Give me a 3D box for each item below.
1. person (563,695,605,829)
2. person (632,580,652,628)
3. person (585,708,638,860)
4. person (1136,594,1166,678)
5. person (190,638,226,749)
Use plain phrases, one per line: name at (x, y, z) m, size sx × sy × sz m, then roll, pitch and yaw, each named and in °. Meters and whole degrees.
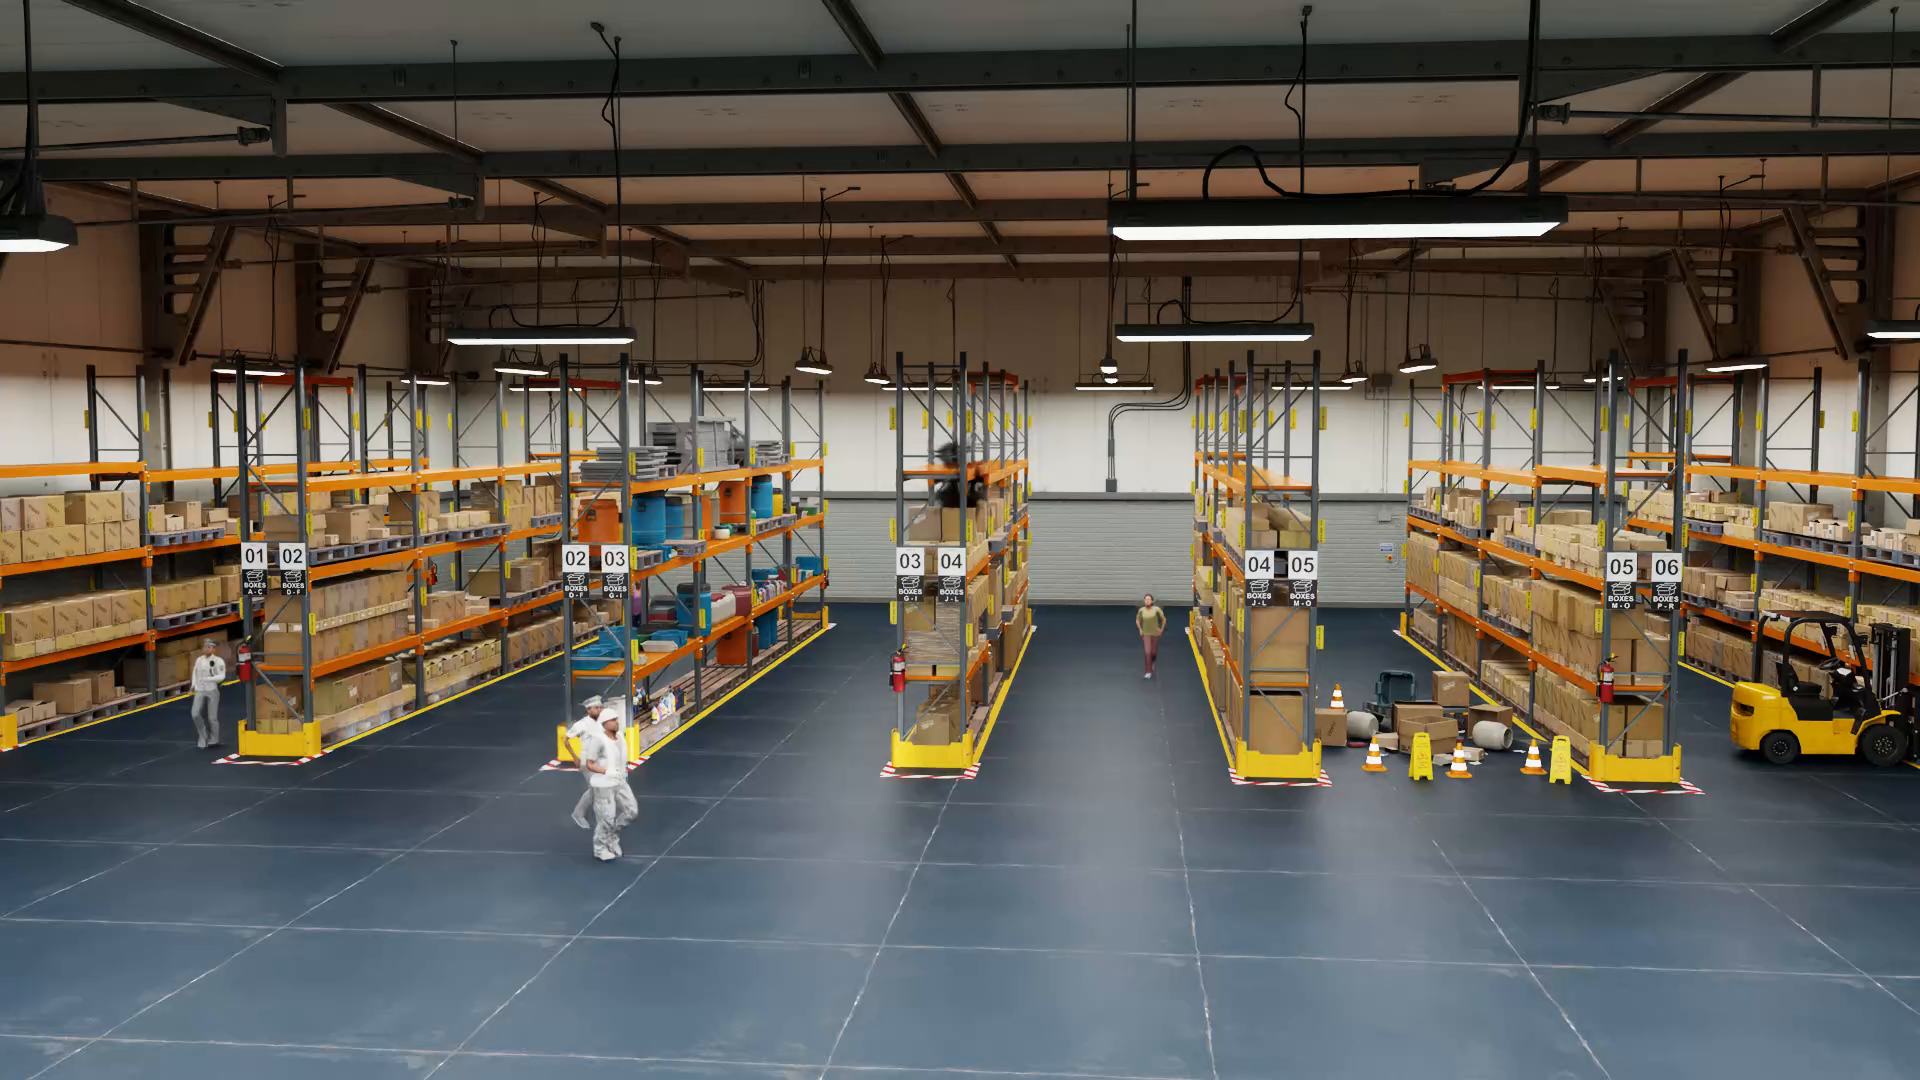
person at (-4.412, 2.722, 20.017) m, size 0.863 × 1.729 × 0.562 m, roll 2°, pitch 5°, yaw 31°
person at (-7.037, 1.631, 36.464) m, size 0.540 × 1.587 × 0.819 m, roll 0°, pitch 4°, yaw -7°
person at (-3.933, 2.775, 18.866) m, size 0.607 × 1.744 × 0.679 m, roll 3°, pitch 5°, yaw 32°
person at (3.749, 1.869, 32.719) m, size 0.586 × 1.650 × 0.626 m, roll 1°, pitch 4°, yaw 11°
person at (-11.573, 2.356, 25.533) m, size 0.584 × 1.695 × 0.601 m, roll 0°, pitch 4°, yaw -3°
